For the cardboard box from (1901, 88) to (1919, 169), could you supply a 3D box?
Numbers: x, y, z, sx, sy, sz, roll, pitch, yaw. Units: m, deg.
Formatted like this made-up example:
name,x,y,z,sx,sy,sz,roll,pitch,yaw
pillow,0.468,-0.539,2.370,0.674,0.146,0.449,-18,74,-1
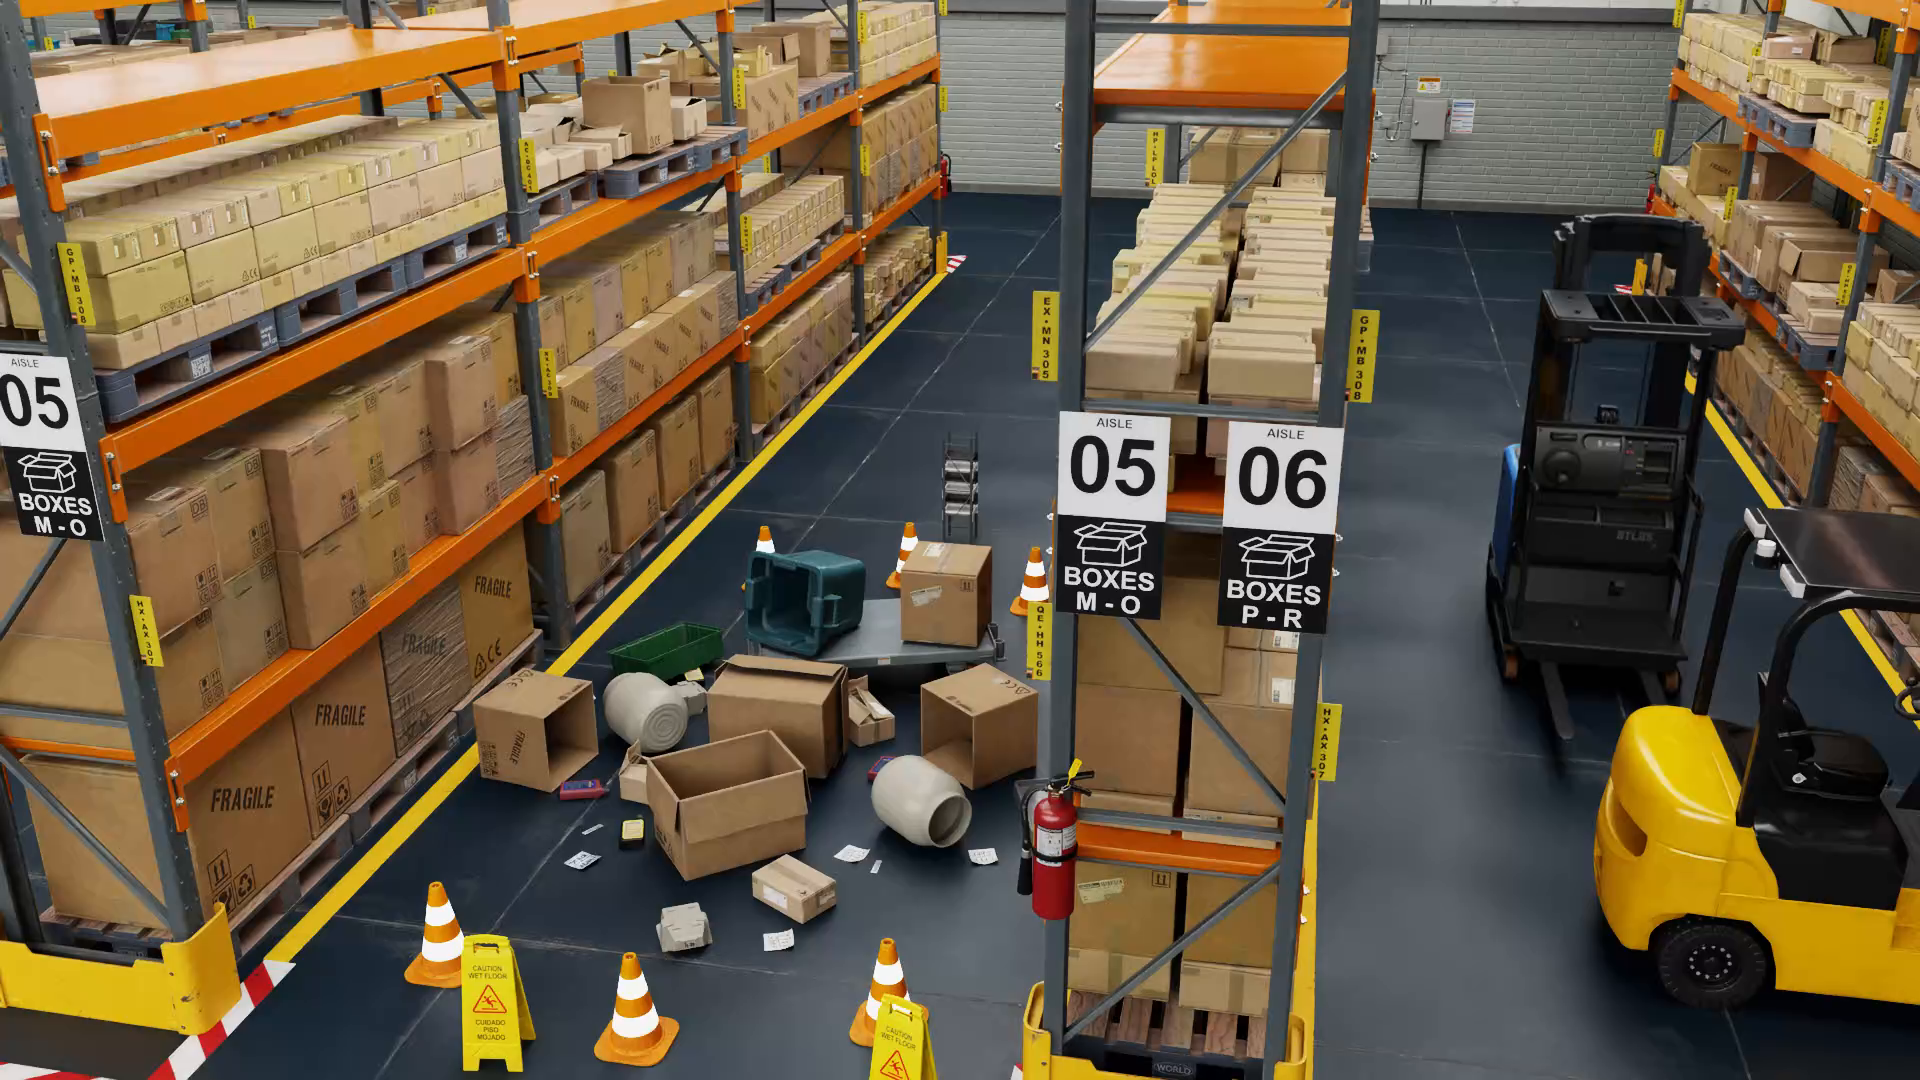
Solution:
name,x,y,z,sx,sy,sz,roll,pitch,yaw
cardboard box,6.954,-2.857,11.588,0.500,0.500,0.500,5,22,11

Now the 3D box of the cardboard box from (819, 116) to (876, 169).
name,x,y,z,sx,sy,sz,roll,pitch,yaw
cardboard box,-1.240,-4.400,18.392,0.500,0.500,0.500,5,22,12

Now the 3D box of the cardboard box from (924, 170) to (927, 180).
name,x,y,z,sx,sy,sz,roll,pitch,yaw
cardboard box,-0.631,-4.723,21.401,0.380,0.149,0.250,4,22,11

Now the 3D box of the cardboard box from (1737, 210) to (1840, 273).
name,x,y,z,sx,sy,sz,roll,pitch,yaw
cardboard box,7.733,-2.780,15.544,0.700,0.500,0.500,5,22,12

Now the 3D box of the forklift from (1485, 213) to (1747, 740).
name,x,y,z,sx,sy,sz,roll,pitch,yaw
forklift,4.204,-0.506,10.686,1.130,2.935,3.031,5,22,11

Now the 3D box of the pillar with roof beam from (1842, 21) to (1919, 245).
name,x,y,z,sx,sy,sz,roll,pitch,yaw
pillar with roof beam,4.966,-6.185,16.664,9.100,9.000,0.400,4,22,11

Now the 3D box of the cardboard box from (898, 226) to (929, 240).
name,x,y,z,sx,sy,sz,roll,pitch,yaw
cardboard box,-0.614,-4.003,21.736,0.380,0.149,0.250,5,22,12

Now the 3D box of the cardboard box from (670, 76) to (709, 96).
name,x,y,z,sx,sy,sz,roll,pitch,yaw
cardboard box,-2.519,-3.808,14.645,0.500,0.500,0.500,4,22,11

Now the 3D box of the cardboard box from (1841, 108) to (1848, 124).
name,x,y,z,sx,sy,sz,roll,pitch,yaw
cardboard box,7.435,-3.449,13.553,0.380,0.149,0.250,5,22,11

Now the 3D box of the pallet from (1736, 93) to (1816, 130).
name,x,y,z,sx,sy,sz,roll,pitch,yaw
pallet,7.954,-3.959,15.404,1.213,0.211,1.003,4,22,11

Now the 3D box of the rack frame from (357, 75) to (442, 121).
name,x,y,z,sx,sy,sz,roll,pitch,yaw
rack frame,-6.405,-4.020,19.320,1.000,3.000,0.127,4,22,11

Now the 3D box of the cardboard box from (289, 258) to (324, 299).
name,x,y,z,sx,sy,sz,roll,pitch,yaw
cardboard box,-3.378,-1.295,8.179,0.380,0.149,0.250,4,22,11

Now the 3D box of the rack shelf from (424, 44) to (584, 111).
name,x,y,z,sx,sy,sz,roll,pitch,yaw
rack shelf,-5.997,-5.809,20.710,1.077,0.370,4.000,4,22,11

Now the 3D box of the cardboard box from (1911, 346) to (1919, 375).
name,x,y,z,sx,sy,sz,roll,pitch,yaw
cardboard box,6.734,-1.205,11.328,0.380,0.149,0.250,5,22,12

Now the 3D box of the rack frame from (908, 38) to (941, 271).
name,x,y,z,sx,sy,sz,roll,pitch,yaw
rack frame,-0.754,-5.068,21.922,1.000,3.000,0.127,4,22,11

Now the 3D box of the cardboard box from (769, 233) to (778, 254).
name,x,y,z,sx,sy,sz,roll,pitch,yaw
cardboard box,-1.936,-2.809,15.690,0.380,0.149,0.250,5,22,11

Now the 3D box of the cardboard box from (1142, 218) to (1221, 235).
name,x,y,z,sx,sy,sz,roll,pitch,yaw
cardboard box,1.112,-1.511,8.345,0.380,0.149,0.250,4,22,9

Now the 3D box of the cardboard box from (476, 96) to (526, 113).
name,x,y,z,sx,sy,sz,roll,pitch,yaw
cardboard box,-6.053,-5.561,21.946,0.500,0.500,0.500,4,22,10

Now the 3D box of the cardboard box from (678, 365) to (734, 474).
name,x,y,z,sx,sy,sz,roll,pitch,yaw
cardboard box,-2.599,-1.078,14.463,1.050,0.750,0.750,4,22,10

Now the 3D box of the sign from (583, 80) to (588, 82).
name,x,y,z,sx,sy,sz,roll,pitch,yaw
sign,-5.061,-6.083,22.577,0.100,0.325,0.005,4,22,11

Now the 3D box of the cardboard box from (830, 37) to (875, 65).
name,x,y,z,sx,sy,sz,roll,pitch,yaw
cardboard box,-1.237,-5.316,18.055,0.500,0.250,0.500,5,23,13

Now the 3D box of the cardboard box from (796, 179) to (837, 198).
name,x,y,z,sx,sy,sz,roll,pitch,yaw
cardboard box,-1.515,-3.699,17.501,0.380,0.149,0.250,4,22,9

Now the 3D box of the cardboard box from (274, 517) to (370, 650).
name,x,y,z,sx,sy,sz,roll,pitch,yaw
cardboard box,-3.659,0.177,8.698,0.875,0.550,0.550,4,22,11

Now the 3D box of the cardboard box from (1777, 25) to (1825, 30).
name,x,y,z,sx,sy,sz,roll,pitch,yaw
cardboard box,8.825,-5.298,17.612,0.500,0.250,0.500,4,22,11

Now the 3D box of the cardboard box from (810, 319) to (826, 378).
name,x,y,z,sx,sy,sz,roll,pitch,yaw
cardboard box,-1.689,-1.976,17.028,0.500,0.500,0.500,4,22,10

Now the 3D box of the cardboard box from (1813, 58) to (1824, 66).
name,x,y,z,sx,sy,sz,roll,pitch,yaw
cardboard box,8.209,-4.423,15.548,0.380,0.149,0.250,4,22,10

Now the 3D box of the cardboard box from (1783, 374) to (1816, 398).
name,x,y,z,sx,sy,sz,roll,pitch,yaw
cardboard box,7.464,-1.340,14.582,0.380,0.149,0.250,4,22,10

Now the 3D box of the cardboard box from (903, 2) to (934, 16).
name,x,y,z,sx,sy,sz,roll,pitch,yaw
cardboard box,-0.534,-6.663,20.864,0.380,0.149,0.250,4,22,10

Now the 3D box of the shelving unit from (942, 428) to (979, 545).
name,x,y,z,sx,sy,sz,roll,pitch,yaw
shelving unit,0.002,-0.420,13.193,0.258,0.900,0.210,4,22,11

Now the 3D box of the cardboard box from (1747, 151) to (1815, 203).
name,x,y,z,sx,sy,sz,roll,pitch,yaw
cardboard box,8.721,-3.828,17.643,0.500,0.500,0.500,4,22,9

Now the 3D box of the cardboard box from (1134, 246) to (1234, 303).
name,x,y,z,sx,sy,sz,roll,pitch,yaw
cardboard box,1.095,-1.287,8.322,0.500,0.250,0.500,5,22,11

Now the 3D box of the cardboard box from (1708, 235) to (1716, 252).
name,x,y,z,sx,sy,sz,roll,pitch,yaw
cardboard box,8.035,-3.101,17.374,0.380,0.149,0.250,5,22,12

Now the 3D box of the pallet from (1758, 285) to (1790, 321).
name,x,y,z,sx,sy,sz,roll,pitch,yaw
pallet,7.732,-2.047,14.679,1.003,0.211,1.213,4,22,11

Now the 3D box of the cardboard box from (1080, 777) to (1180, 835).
name,x,y,z,sx,sy,sz,roll,pitch,yaw
cardboard box,0.715,1.087,6.974,0.380,0.149,0.250,5,23,13

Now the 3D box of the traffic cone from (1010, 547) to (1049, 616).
name,x,y,z,sx,sy,sz,roll,pitch,yaw
traffic cone,0.546,0.278,12.045,0.336,0.463,0.334,4,22,11

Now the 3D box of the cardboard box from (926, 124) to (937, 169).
name,x,y,z,sx,sy,sz,roll,pitch,yaw
cardboard box,-0.594,-5.068,21.391,0.500,0.500,0.500,5,22,12

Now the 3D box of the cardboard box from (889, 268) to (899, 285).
name,x,y,z,sx,sy,sz,roll,pitch,yaw
cardboard box,-0.954,-3.200,20.139,0.380,0.149,0.250,4,22,11

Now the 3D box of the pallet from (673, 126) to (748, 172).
name,x,y,z,sx,sy,sz,roll,pitch,yaw
pallet,-2.466,-3.206,13.537,1.213,0.211,1.003,6,23,13

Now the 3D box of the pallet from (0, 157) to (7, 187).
name,x,y,z,sx,sy,sz,roll,pitch,yaw
pallet,-7.807,-2.616,12.071,1.213,0.211,1.003,4,22,11

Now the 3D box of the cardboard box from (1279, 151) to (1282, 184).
name,x,y,z,sx,sy,sz,roll,pitch,yaw
cardboard box,2.359,-2.410,10.946,0.500,0.250,0.500,4,22,10

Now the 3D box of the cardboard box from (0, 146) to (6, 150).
name,x,y,z,sx,sy,sz,roll,pitch,yaw
cardboard box,-7.653,-3.237,12.661,0.797,0.503,0.637,5,23,13

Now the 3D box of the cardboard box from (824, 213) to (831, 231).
name,x,y,z,sx,sy,sz,roll,pitch,yaw
cardboard box,-1.563,-3.337,17.398,0.380,0.149,0.250,4,22,11

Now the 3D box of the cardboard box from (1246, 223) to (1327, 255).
name,x,y,z,sx,sy,sz,roll,pitch,yaw
cardboard box,1.615,-1.469,8.239,0.380,0.149,0.250,4,22,10

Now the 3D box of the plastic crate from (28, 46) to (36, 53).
name,x,y,z,sx,sy,sz,roll,pitch,yaw
plastic crate,-11.463,-5.869,20.179,0.450,0.188,0.662,4,22,11

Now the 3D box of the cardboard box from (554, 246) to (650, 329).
name,x,y,z,sx,sy,sz,roll,pitch,yaw
cardboard box,-2.796,-1.929,12.656,0.700,0.500,0.500,4,22,10

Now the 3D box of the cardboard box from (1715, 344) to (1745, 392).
name,x,y,z,sx,sy,sz,roll,pitch,yaw
cardboard box,7.837,-1.763,16.500,0.500,0.500,0.500,5,23,13

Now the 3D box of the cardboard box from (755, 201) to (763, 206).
name,x,y,z,sx,sy,sz,roll,pitch,yaw
cardboard box,-2.257,-3.428,17.225,0.380,0.149,0.250,4,22,9

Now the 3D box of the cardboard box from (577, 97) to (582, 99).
name,x,y,z,sx,sy,sz,roll,pitch,yaw
cardboard box,-2.749,-3.485,13.401,0.500,0.311,0.500,4,22,11

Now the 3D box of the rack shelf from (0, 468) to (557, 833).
name,x,y,z,sx,sy,sz,roll,pitch,yaw
rack shelf,-3.611,0.386,9.343,1.077,0.370,4.000,4,22,11

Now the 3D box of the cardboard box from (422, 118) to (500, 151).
name,x,y,z,sx,sy,sz,roll,pitch,yaw
cardboard box,-2.965,-2.407,9.873,0.380,0.149,0.250,4,22,10

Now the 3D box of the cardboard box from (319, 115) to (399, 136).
name,x,y,z,sx,sy,sz,roll,pitch,yaw
cardboard box,-3.610,-2.458,9.999,0.380,0.149,0.250,5,22,11

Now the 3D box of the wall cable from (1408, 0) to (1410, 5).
name,x,y,z,sx,sy,sz,roll,pitch,yaw
wall cable,5.733,-9.554,25.030,2.355,3.000,0.029,4,22,11

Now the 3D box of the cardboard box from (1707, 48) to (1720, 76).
name,x,y,z,sx,sy,sz,roll,pitch,yaw
cardboard box,8.331,-5.104,17.800,0.500,0.250,0.500,4,22,10

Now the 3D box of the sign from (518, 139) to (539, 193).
name,x,y,z,sx,sy,sz,roll,pitch,yaw
sign,-2.659,-2.305,10.250,0.100,0.325,0.005,4,22,11

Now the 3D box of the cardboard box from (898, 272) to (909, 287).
name,x,y,z,sx,sy,sz,roll,pitch,yaw
cardboard box,-0.853,-3.252,20.668,0.380,0.149,0.250,5,22,12

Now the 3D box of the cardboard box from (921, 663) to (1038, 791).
name,x,y,z,sx,sy,sz,roll,pitch,yaw
cardboard box,0.113,1.108,9.931,0.500,0.500,0.500,-16,27,-35
